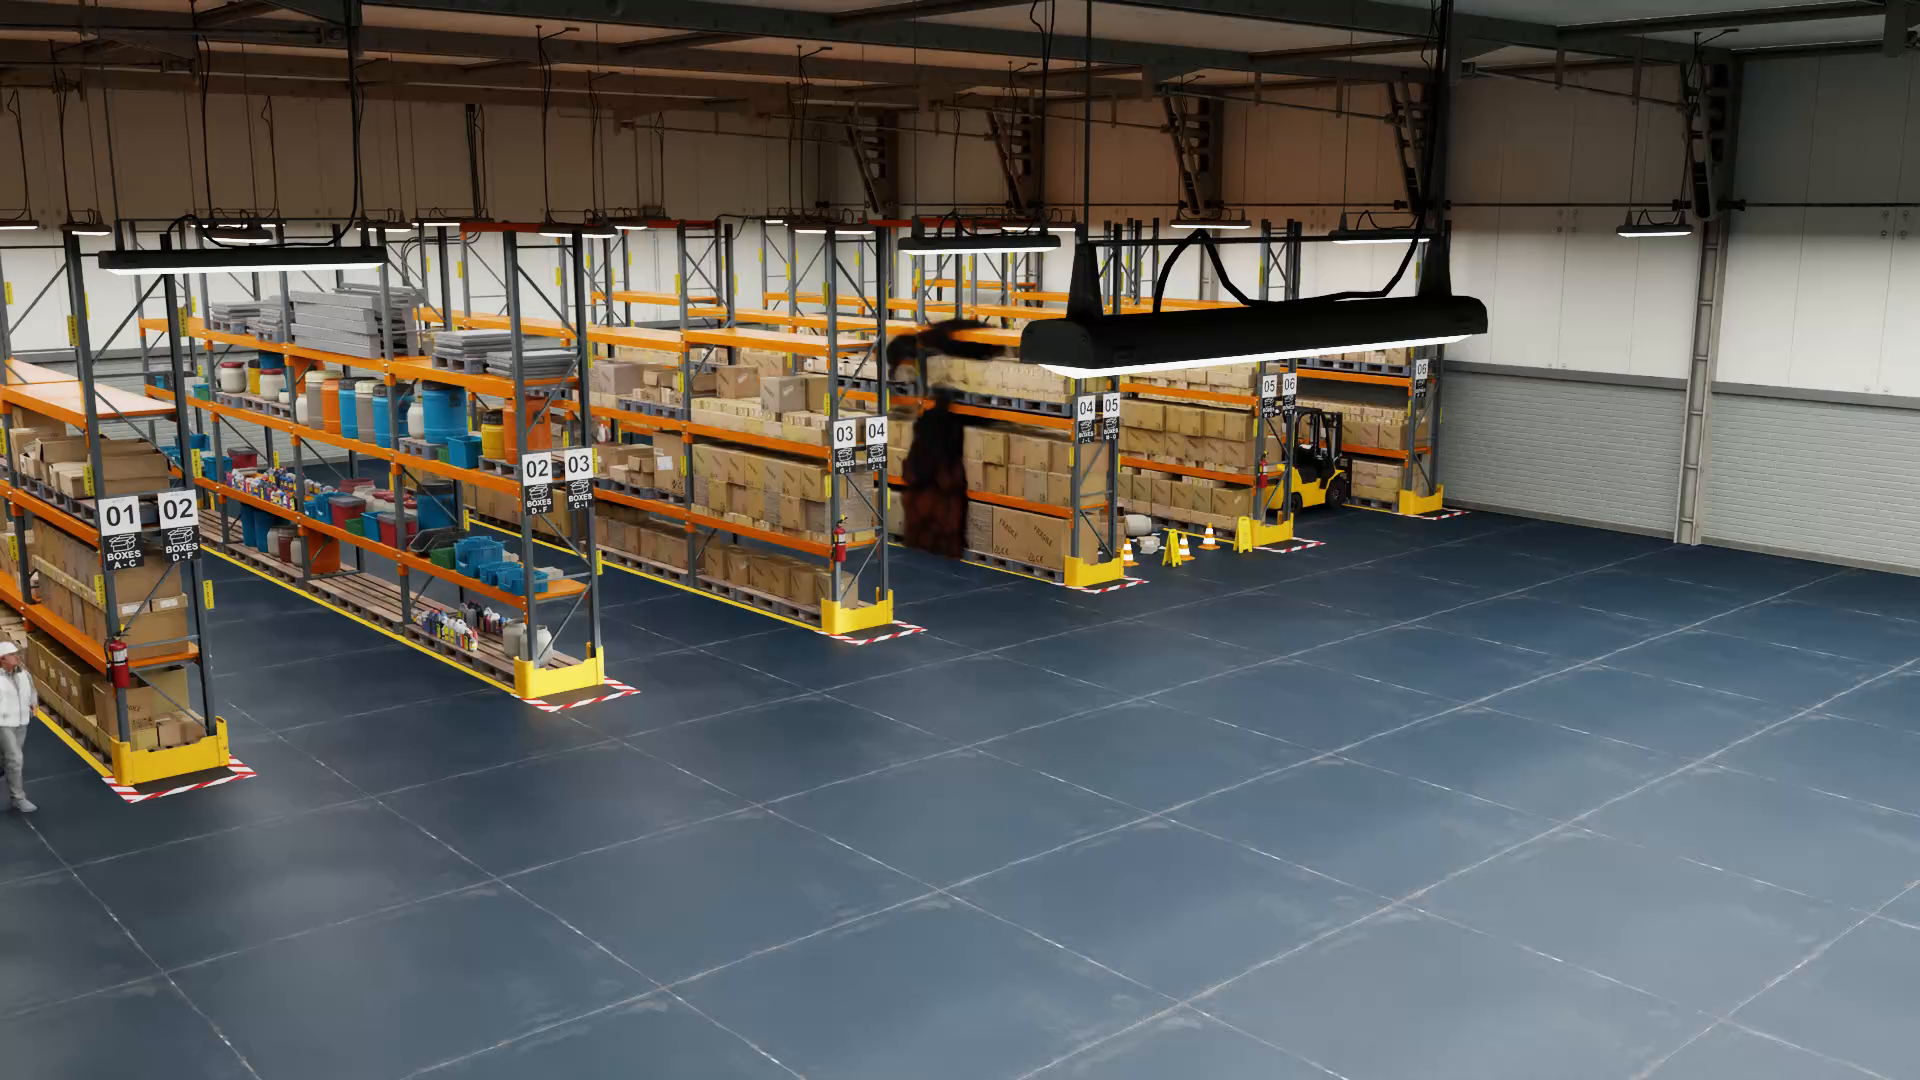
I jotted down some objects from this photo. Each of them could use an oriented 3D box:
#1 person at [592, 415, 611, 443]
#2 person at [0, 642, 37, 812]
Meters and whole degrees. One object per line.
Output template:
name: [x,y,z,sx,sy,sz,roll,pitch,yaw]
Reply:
person: [-8.077,-1.988,37.165,0.667,1.768,0.970,-9,14,-36]
person: [-10.159,1.960,17.771,0.812,1.769,0.672,3,12,17]
